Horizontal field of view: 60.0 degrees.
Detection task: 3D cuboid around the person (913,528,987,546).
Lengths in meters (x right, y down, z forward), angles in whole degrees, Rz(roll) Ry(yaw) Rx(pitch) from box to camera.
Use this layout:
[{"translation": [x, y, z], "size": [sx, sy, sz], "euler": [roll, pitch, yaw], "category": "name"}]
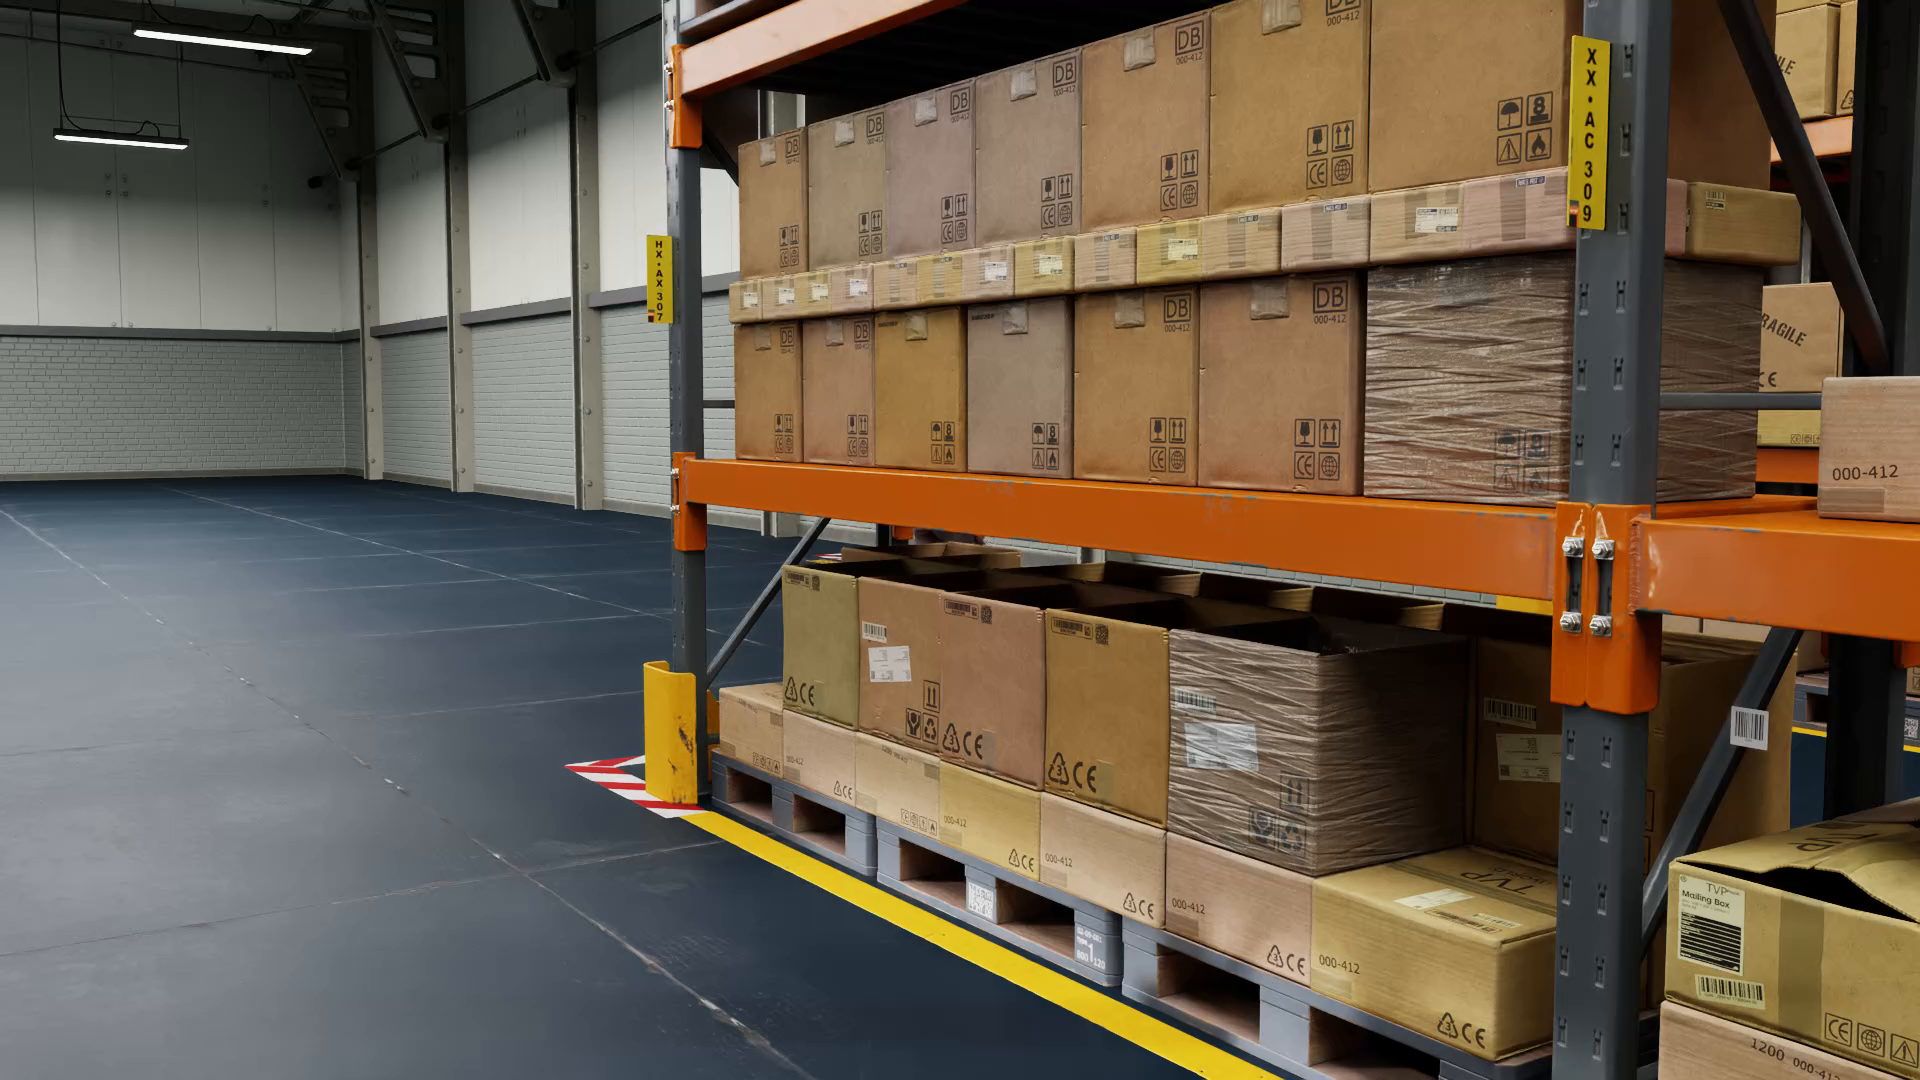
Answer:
[{"translation": [-0.087, -0.085, 9.404], "size": [0.432, 1.636, 0.556], "euler": [-4, 6, -39], "category": "person"}]
